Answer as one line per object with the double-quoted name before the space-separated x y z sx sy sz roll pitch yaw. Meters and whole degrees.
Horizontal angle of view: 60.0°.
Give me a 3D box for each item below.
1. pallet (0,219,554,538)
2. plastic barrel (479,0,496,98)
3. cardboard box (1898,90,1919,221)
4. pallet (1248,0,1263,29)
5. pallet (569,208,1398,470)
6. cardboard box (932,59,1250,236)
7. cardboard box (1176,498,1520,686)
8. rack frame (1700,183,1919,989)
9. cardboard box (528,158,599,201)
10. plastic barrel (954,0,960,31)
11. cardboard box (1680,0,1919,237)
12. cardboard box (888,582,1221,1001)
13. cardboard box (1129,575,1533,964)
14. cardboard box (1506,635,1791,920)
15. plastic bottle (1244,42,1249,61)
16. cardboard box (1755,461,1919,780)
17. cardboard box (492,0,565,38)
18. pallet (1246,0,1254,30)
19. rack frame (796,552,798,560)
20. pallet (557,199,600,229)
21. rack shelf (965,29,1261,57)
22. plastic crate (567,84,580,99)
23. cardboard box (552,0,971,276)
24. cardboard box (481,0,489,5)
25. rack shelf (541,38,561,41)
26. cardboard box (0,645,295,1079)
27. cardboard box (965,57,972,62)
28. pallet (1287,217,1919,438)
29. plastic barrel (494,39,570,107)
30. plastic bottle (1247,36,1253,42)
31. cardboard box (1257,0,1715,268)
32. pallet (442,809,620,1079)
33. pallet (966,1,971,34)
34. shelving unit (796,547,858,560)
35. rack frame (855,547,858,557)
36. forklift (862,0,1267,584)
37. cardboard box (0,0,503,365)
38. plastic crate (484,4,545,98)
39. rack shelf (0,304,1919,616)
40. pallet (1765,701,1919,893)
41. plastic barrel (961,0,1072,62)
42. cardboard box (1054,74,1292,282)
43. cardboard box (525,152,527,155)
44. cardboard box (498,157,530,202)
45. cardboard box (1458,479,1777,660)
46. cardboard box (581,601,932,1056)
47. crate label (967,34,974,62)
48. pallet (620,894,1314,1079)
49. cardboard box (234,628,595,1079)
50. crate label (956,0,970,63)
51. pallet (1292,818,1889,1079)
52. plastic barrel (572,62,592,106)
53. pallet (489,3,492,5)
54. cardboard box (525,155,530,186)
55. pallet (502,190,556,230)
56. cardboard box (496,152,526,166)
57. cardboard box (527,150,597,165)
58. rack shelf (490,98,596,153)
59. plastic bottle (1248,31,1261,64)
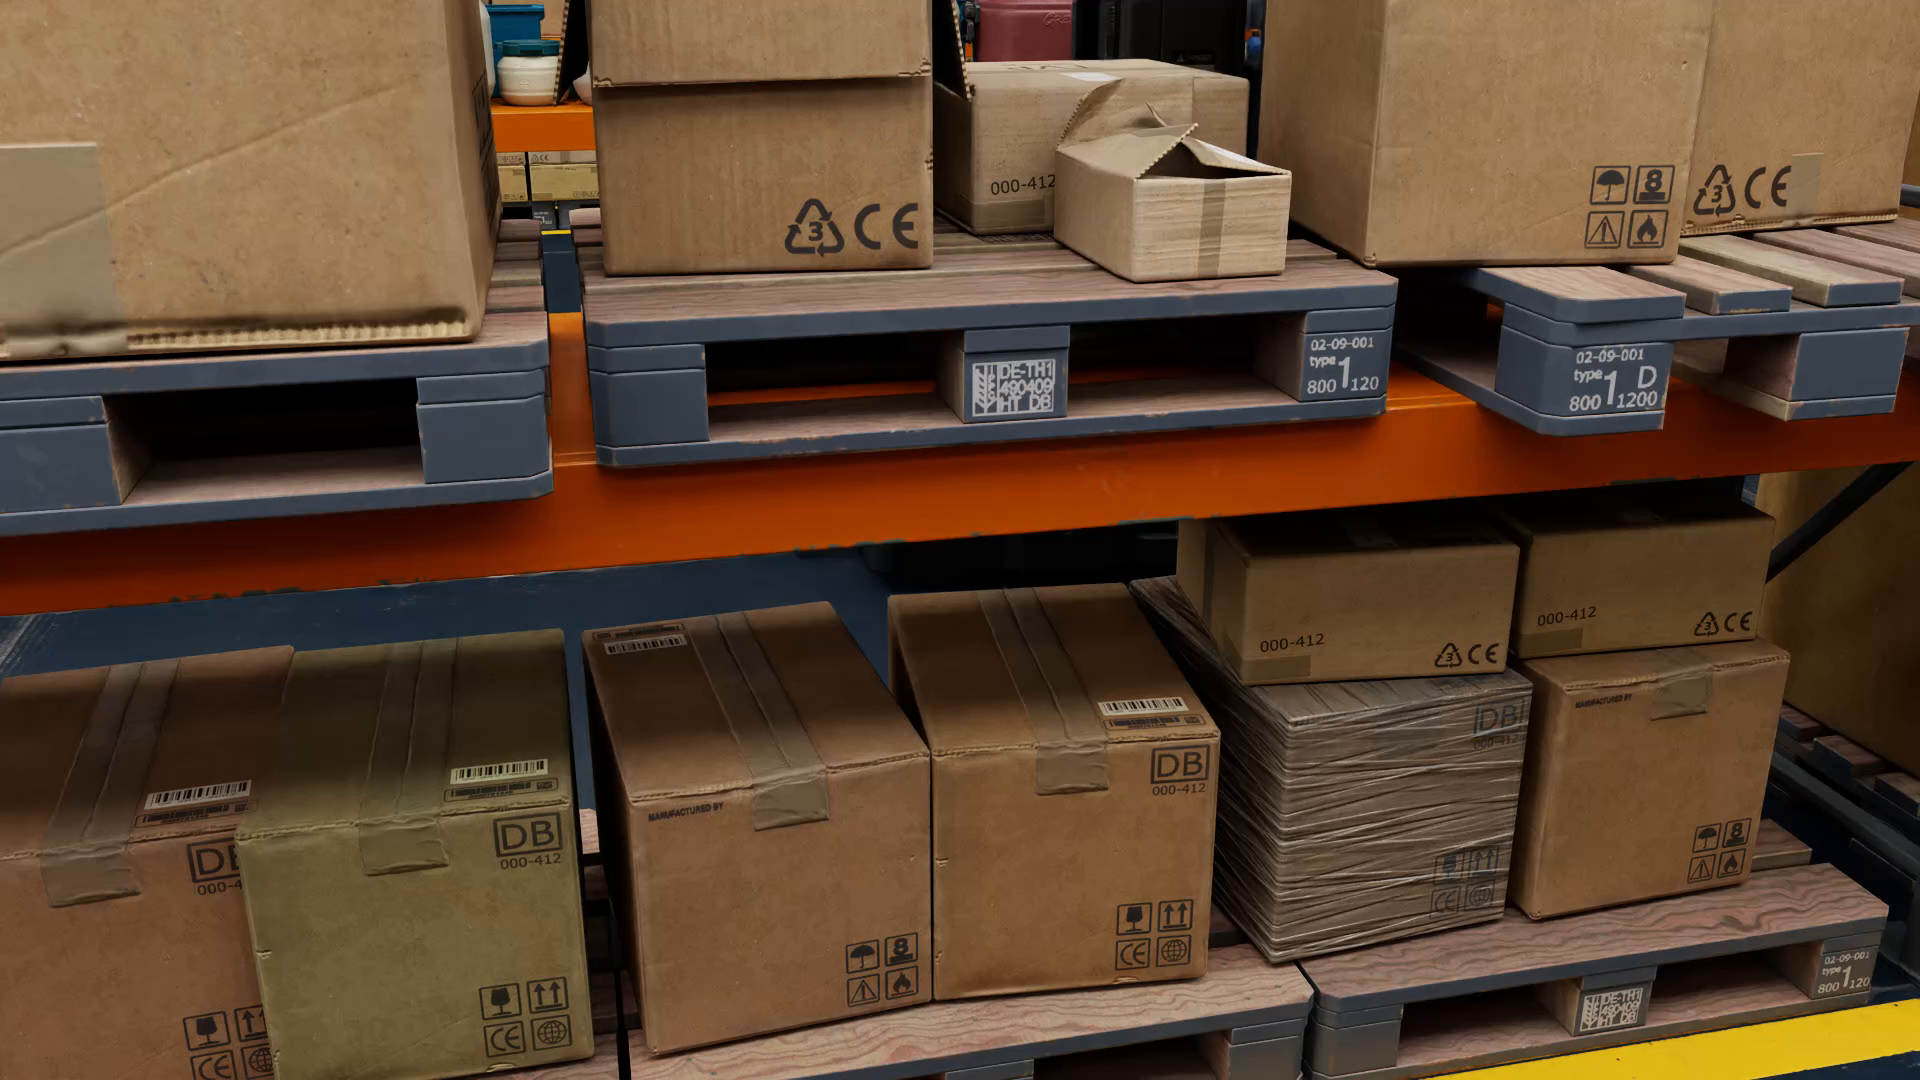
"pallet" -1.232 -0.275 2.483 1.213 0.211 1.003 -5 21 -12
"plastic barrel" -2.168 -2.077 6.926 0.433 0.535 0.433 0 20 0
"cardboard box" 2.306 -0.839 3.598 0.500 0.500 0.500 -4 20 -11
"pallet" 2.697 -4.186 13.159 1.213 0.211 1.003 -5 21 -12
"pallet" -0.034 -0.409 2.850 1.213 0.211 1.003 -5 21 -12
"cardboard box" 0.199 -0.741 3.083 0.500 0.250 0.500 -5 21 -14
"cardboard box" 0.724 0.054 3.211 0.500 0.250 0.500 -2 20 -6
"rack frame" 1.883 -0.670 3.282 0.127 3.000 1.000 -5 21 -12
"cardboard box" -2.835 -2.606 11.956 0.500 0.250 0.500 -5 21 -14
"plastic barrel" -0.208 -2.227 7.371 0.421 0.512 0.421 0 20 0
"cardboard box" 1.367 -0.858 3.039 0.500 0.500 0.500 -7 21 -19
"cardboard box" 0.149 0.453 3.213 0.500 0.500 0.700 -3 20 -8
"cardboard box" 0.699 0.405 3.341 0.500 0.500 0.700 -6 21 -17
"cardboard box" 1.236 0.357 3.473 0.500 0.500 0.700 -6 21 -15
"plastic bottle" 1.239 -2.195 7.627 0.135 0.276 0.152 -5 21 -12
"cardboard box" 2.560 0.083 3.705 0.875 0.875 1.225 -6 21 -15
"cardboard box" -3.021 -3.813 11.718 0.500 0.500 0.500 -3 20 -9
"pallet" 1.499 -4.051 12.792 1.213 0.211 1.003 -5 21 -12
"rack frame" -0.567 -0.397 5.591 0.006 0.900 0.240 -3 20 -7
"pallet" -2.388 -2.529 12.412 1.213 0.211 1.003 -5 21 -12
"rack shelf" 1.554 -3.806 12.891 4.000 0.370 1.077 -5 21 -12
"plastic crate" -1.519 -2.144 7.614 0.662 0.188 0.450 -5 21 -12
"cardboard box" -0.344 -0.767 2.786 0.637 0.503 0.797 -3 20 -7
"cardboard box" -3.472 -3.737 11.851 0.258 0.266 0.396 -5 21 -14
"rack shelf" -2.339 -3.490 12.026 4.000 0.370 1.077 -5 21 -12
"cardboard box" -1.407 0.573 2.885 0.500 0.500 0.700 -6 21 -17
"cardboard box" 0.064 -4.913 17.381 0.750 0.750 0.750 -5 21 -13
"pallet" 1.214 -0.488 3.063 1.003 0.211 1.213 -5 21 -12
"plastic barrel" -1.826 -1.999 7.113 0.301 0.262 0.301 0 20 0
"plastic bottle" 1.475 -2.438 8.398 0.097 0.201 0.097 0 20 0
"cardboard box" 0.847 -0.780 2.827 0.500 0.500 0.700 -2 20 -4
"pallet" -1.252 0.894 3.067 1.213 0.211 1.003 -5 21 -12
"pallet" 0.251 -3.973 12.578 1.003 0.211 1.213 -5 21 -12
"shelving unit" -0.467 -0.402 5.604 0.210 0.900 0.258 -3 20 -7
"rack frame" -0.366 -0.407 5.616 0.006 0.900 0.240 -3 20 -7
"forklift" 1.139 -1.445 5.498 3.031 2.935 1.130 -3 20 -7
"cardboard box" -1.204 -0.848 2.286 1.000 1.000 1.000 -5 21 -12
"plastic crate" -2.147 -2.195 7.469 0.575 0.384 0.392 -5 21 -12
"rack shelf" -0.063 -0.174 2.973 4.000 0.370 1.077 -5 21 -12
"pallet" 2.668 0.603 3.863 1.213 0.211 1.003 -5 21 -12
"plastic barrel" 0.362 -2.253 7.407 0.708 0.536 0.600 -5 21 -12
"cardboard box" 0.323 -0.581 2.626 0.258 0.266 0.396 -5 21 -14
"cardboard box" -3.452 -3.010 12.242 0.500 0.311 0.500 -4 21 -11
"cardboard box" -3.338 -2.564 11.841 0.500 0.250 0.500 -4 21 -11
"cardboard box" 1.238 0.008 3.335 0.500 0.250 0.500 -4 20 -10
"cardboard box" -0.394 0.497 3.092 0.500 0.500 0.700 -6 21 -17
"crate label" 0.247 -2.341 8.088 0.416 0.233 0.303 -5 21 -12
"pallet" -0.062 0.796 3.334 1.213 0.211 1.003 -5 21 -12
"cardboard box" -0.938 0.541 2.971 0.500 0.500 0.700 -5 21 -13
"crate label" -0.286 -2.356 7.834 0.616 0.435 0.502 -5 21 -12
"pallet" 1.122 0.701 3.594 1.213 0.211 1.003 -5 21 -12
"plastic barrel" -1.454 -2.135 7.085 0.433 0.535 0.433 0 20 0
"pallet" -4.652 -5.249 16.062 1.213 0.211 1.003 -5 21 -12
"cardboard box" -3.456 -2.745 12.333 0.500 0.250 0.500 -5 21 -13
"pallet" -3.577 -2.431 12.145 1.213 0.211 1.003 -5 21 -12
"cardboard box" -3.337 -2.826 11.740 0.500 0.311 0.500 -5 21 -13
"cardboard box" -2.834 -2.867 11.853 0.500 0.311 0.500 -5 21 -14
"rack shelf" -1.203 -1.831 7.499 4.000 0.370 1.077 -5 21 -12
"plastic bottle" 1.358 -2.193 7.628 0.097 0.271 0.097 0 20 0
